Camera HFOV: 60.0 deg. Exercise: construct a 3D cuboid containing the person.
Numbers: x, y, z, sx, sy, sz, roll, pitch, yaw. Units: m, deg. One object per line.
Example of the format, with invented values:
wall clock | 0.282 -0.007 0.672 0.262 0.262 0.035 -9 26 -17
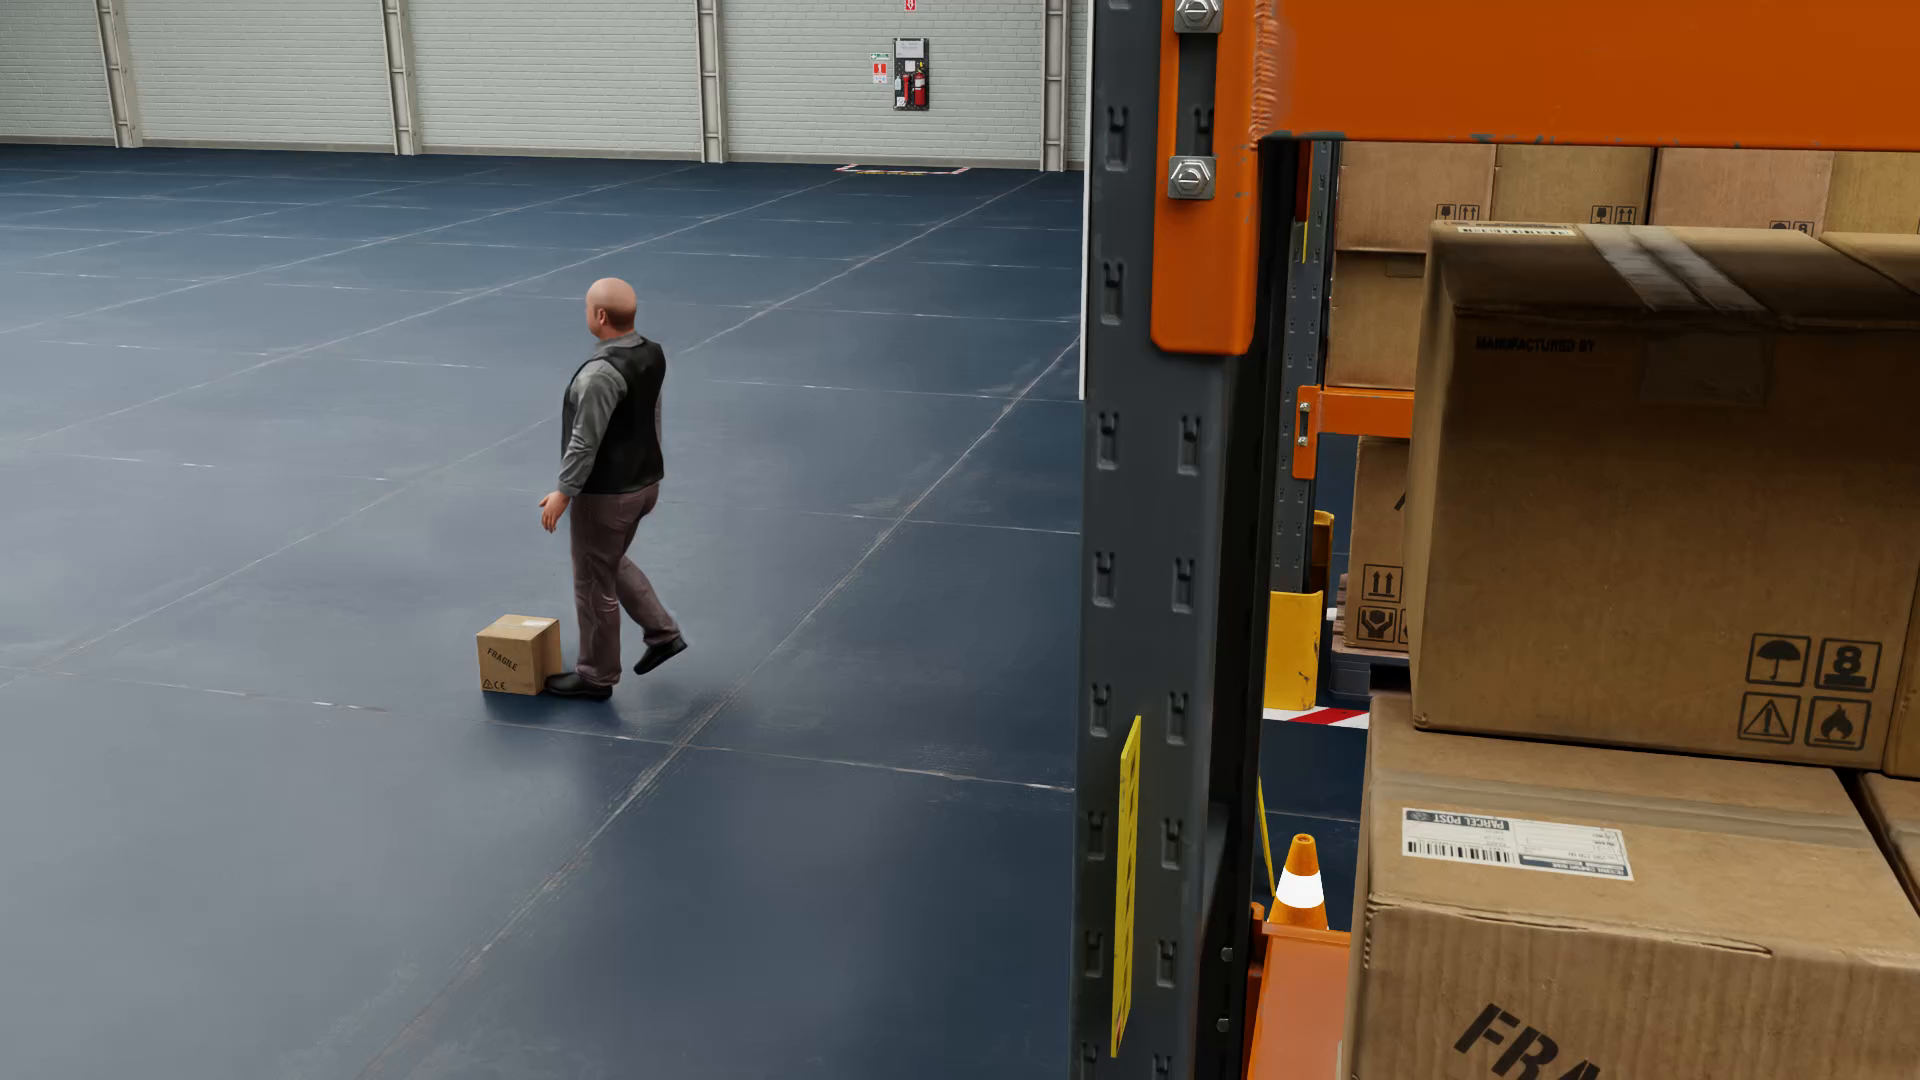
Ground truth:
person | -1.441 -0.195 6.655 0.540 1.719 0.558 5 19 14
